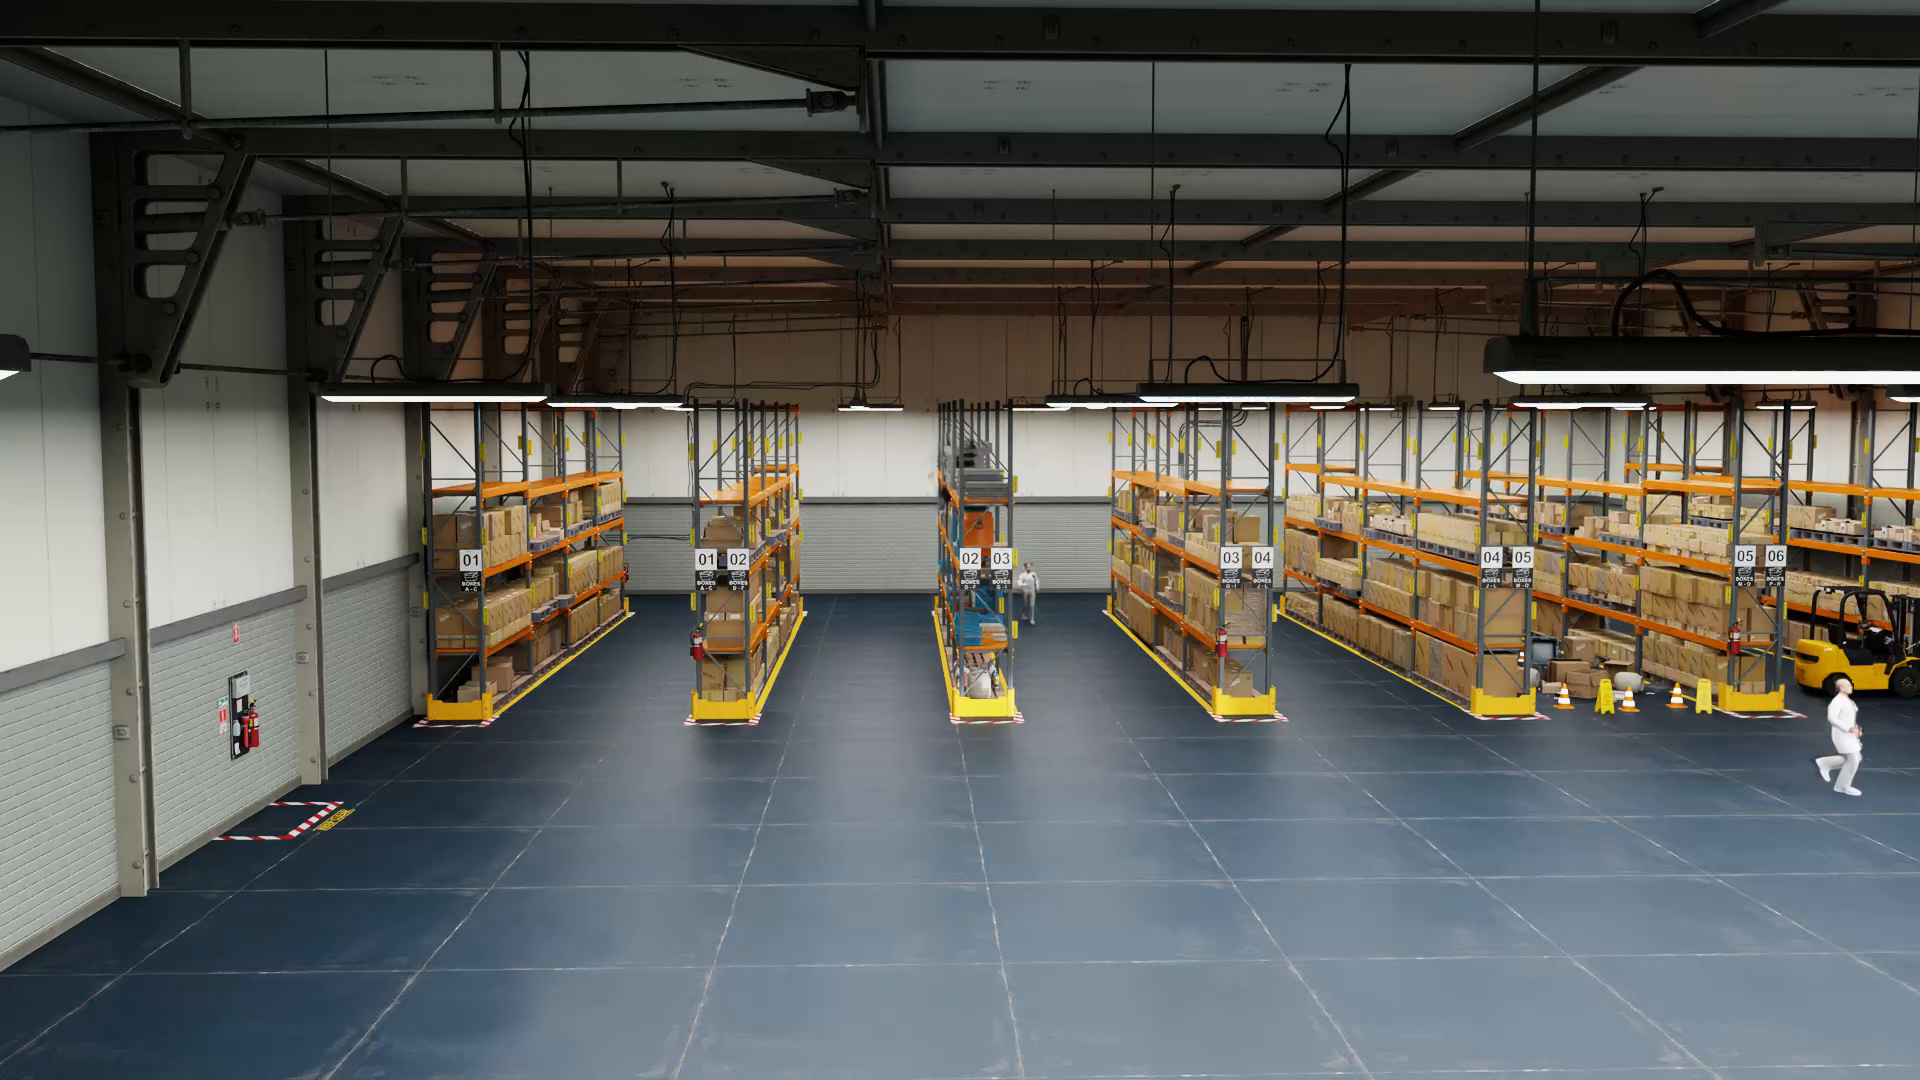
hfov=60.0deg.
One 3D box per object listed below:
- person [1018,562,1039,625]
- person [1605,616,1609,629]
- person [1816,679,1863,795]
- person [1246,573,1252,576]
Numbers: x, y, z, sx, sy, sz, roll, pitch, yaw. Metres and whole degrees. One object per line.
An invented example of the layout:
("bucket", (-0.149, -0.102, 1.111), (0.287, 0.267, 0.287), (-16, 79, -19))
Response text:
("person", (1.873, 1.431, 45.280), (0.622, 1.671, 0.917), (-1, 4, -8))
("person", (16.616, 1.610, 42.835), (0.685, 1.736, 0.599), (0, 4, -3))
("person", (13.288, 2.958, 25.128), (0.652, 1.739, 0.712), (4, 6, 39))
("person", (8.048, 1.404, 45.879), (0.679, 1.668, 0.696), (1, 4, 8))
